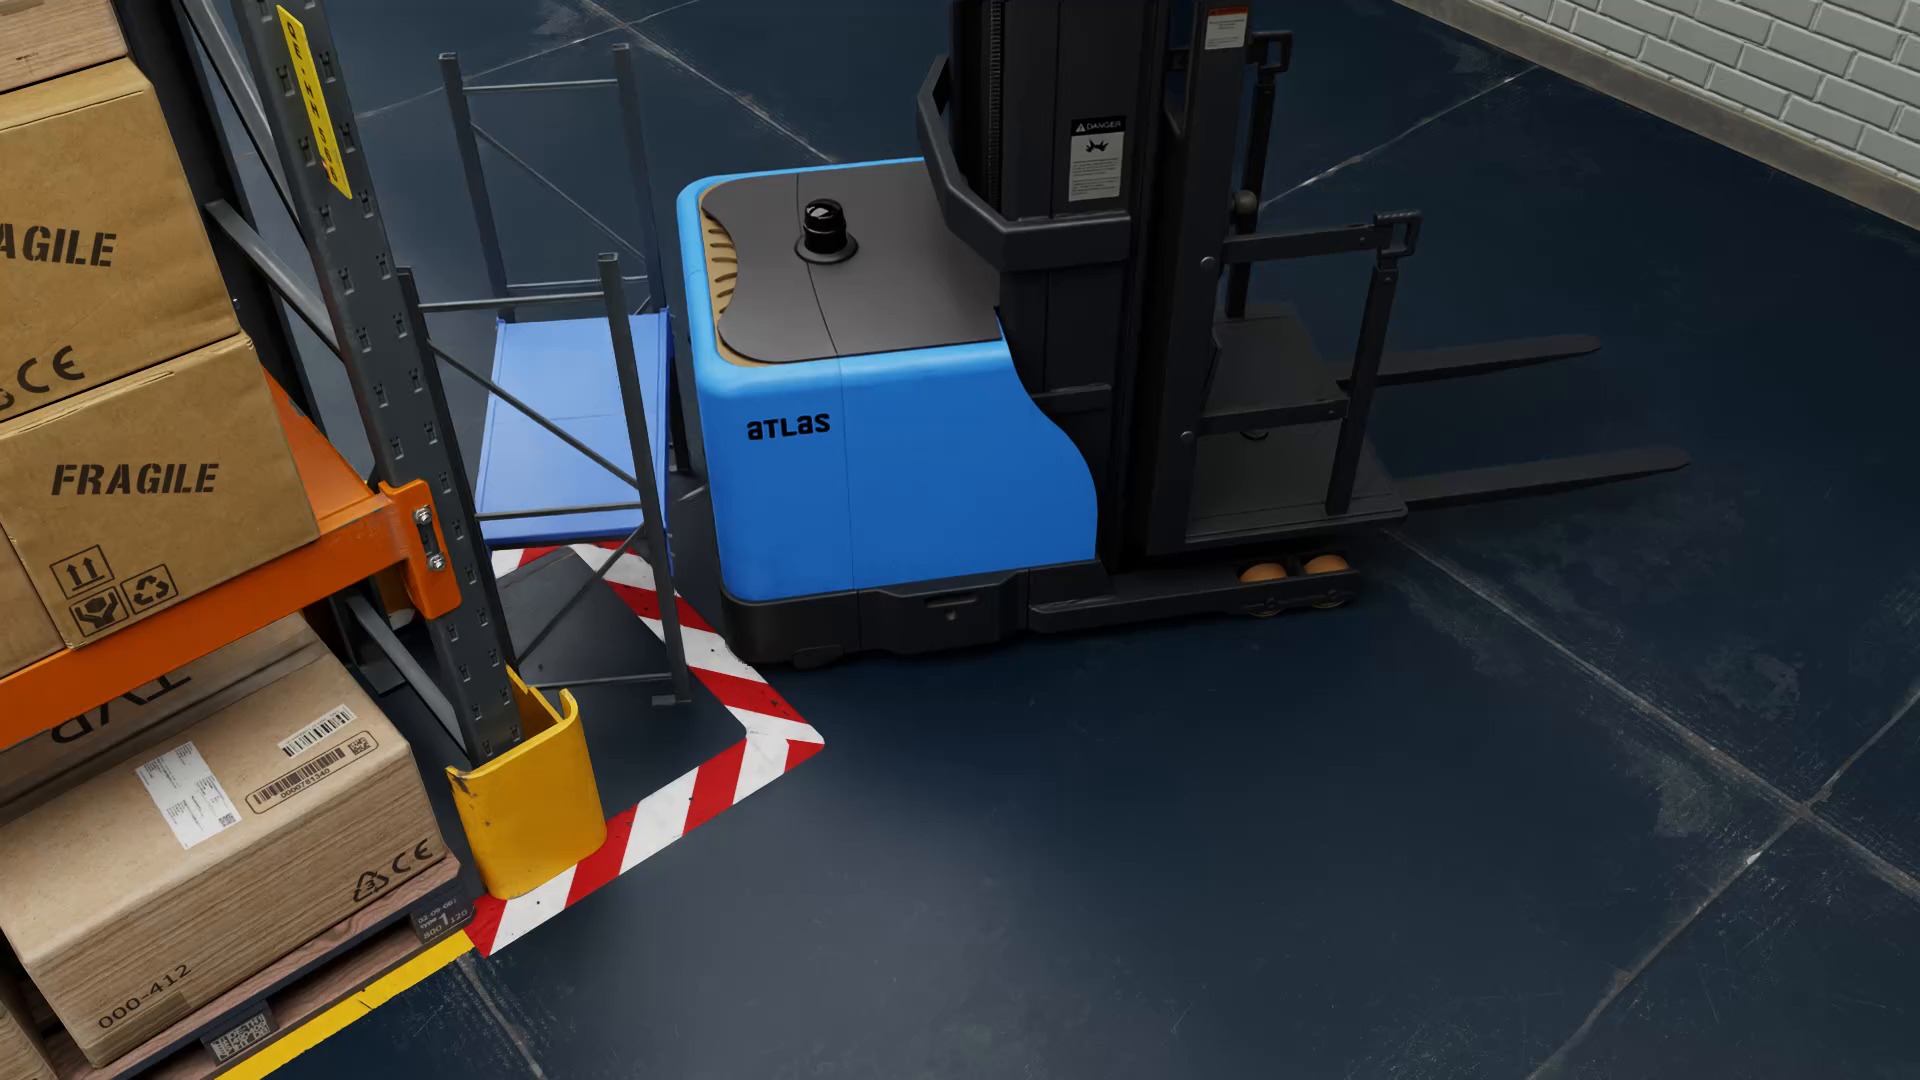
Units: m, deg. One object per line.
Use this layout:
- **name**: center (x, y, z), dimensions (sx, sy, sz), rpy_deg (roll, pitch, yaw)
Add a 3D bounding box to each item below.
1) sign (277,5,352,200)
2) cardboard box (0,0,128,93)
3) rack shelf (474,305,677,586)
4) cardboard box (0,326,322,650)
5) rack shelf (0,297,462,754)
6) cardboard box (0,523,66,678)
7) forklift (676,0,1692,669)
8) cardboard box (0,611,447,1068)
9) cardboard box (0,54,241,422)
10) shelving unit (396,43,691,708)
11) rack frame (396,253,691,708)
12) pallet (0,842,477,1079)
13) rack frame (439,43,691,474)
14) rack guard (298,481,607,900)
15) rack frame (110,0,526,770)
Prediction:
- **sign**: center (-1.097, -0.740, 2.828), dimensions (0.005, 0.325, 0.100), rpy_deg (-30, 51, -28)
- **cardboard box**: center (-1.582, -0.897, 2.737), dimensions (0.250, 0.149, 0.380), rpy_deg (-29, 50, -27)
- **rack shelf**: center (-1.079, -0.285, 4.721), dimensions (0.538, 0.185, 1.000), rpy_deg (-5, 43, -5)
- **cardboard box**: center (-1.635, -0.208, 3.208), dimensions (0.500, 0.500, 0.500), rpy_deg (-30, 51, -28)
- **rack shelf**: center (-2.969, 0.618, 2.926), dimensions (4.000, 0.370, 1.077), rpy_deg (-30, 51, -28)
- **cardboard box**: center (-2.030, 0.004, 2.981), dimensions (0.500, 0.500, 0.500), rpy_deg (-31, 51, -29)
- **forklift**: center (0.738, -1.188, 4.374), dimensions (3.031, 2.935, 1.130), rpy_deg (-7, 44, -8)
- **cardboard box**: center (-1.877, 0.601, 3.984), dimensions (0.875, 0.438, 0.875), rpy_deg (-32, 52, -29)
- **cardboard box**: center (-1.652, -0.587, 2.880), dimensions (0.500, 0.500, 0.500), rpy_deg (-28, 50, -27)
- **shelving unit**: center (-1.079, -0.416, 4.598), dimensions (0.538, 1.500, 1.048), rpy_deg (-5, 43, -5)
- **rack frame**: center (-1.018, -0.071, 4.230), dimensions (0.500, 1.500, 0.032), rpy_deg (-5, 43, -5)
- **pallet**: center (-1.998, 0.886, 4.152), dimensions (1.213, 0.211, 1.003), rpy_deg (-30, 51, -28)
- **rack frame**: center (-1.139, -0.762, 4.966), dimensions (0.500, 1.500, 0.032), rpy_deg (-5, 43, -5)
- **rack guard**: center (-1.416, 0.378, 4.482), dimensions (0.348, 0.500, 1.175), rpy_deg (-30, 51, -28)
- **rack frame**: center (-1.435, -0.523, 3.615), dimensions (0.127, 3.000, 1.000), rpy_deg (-30, 51, -28)
